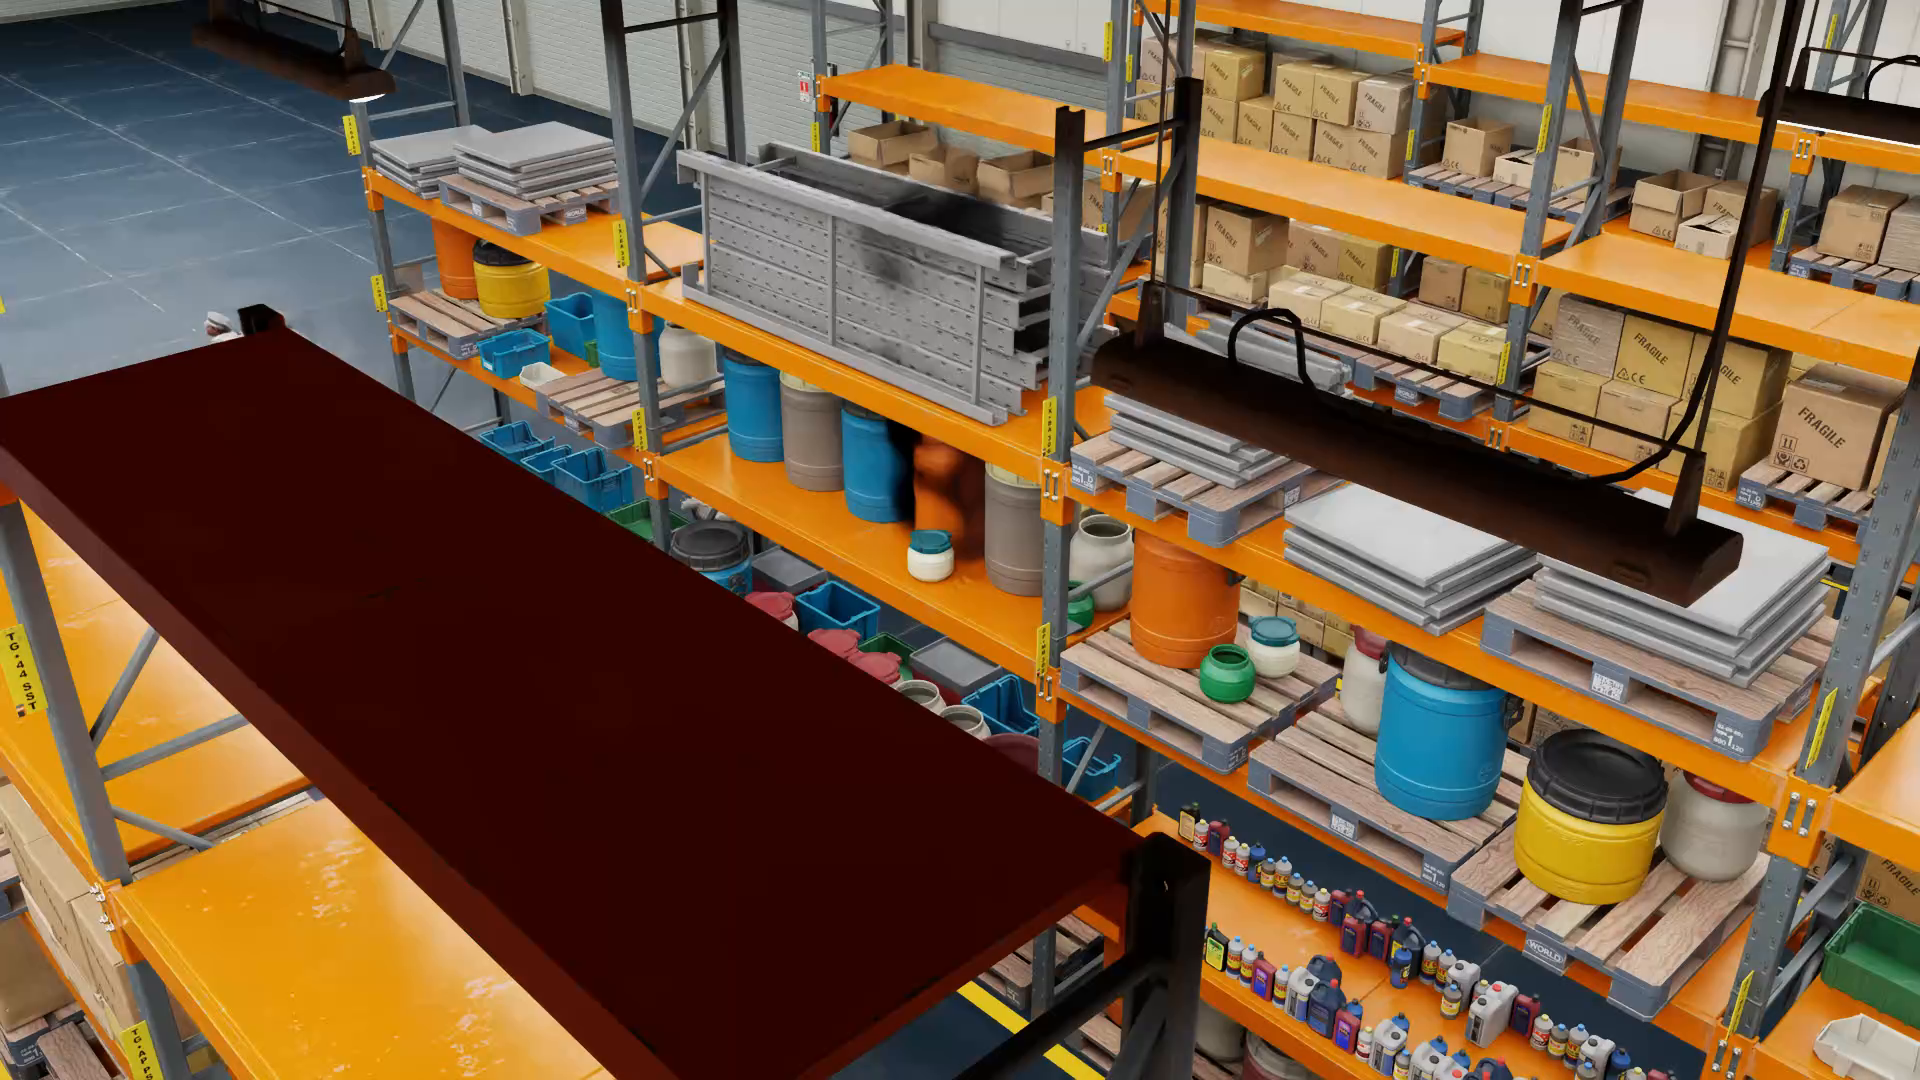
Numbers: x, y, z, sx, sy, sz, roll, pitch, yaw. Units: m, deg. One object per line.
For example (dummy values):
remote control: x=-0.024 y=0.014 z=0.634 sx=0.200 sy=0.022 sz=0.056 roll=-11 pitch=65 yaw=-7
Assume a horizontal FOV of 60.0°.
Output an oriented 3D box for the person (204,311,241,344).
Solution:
person: x=-7.856 y=-1.663 z=18.177 sx=0.761 sy=1.748 sz=0.573 roll=-7 pitch=29 yaw=-13

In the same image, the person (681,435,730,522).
person: x=-2.276 y=-0.232 z=15.563 sx=0.618 sy=1.673 sz=0.677 roll=-23 pitch=36 yaw=-36
